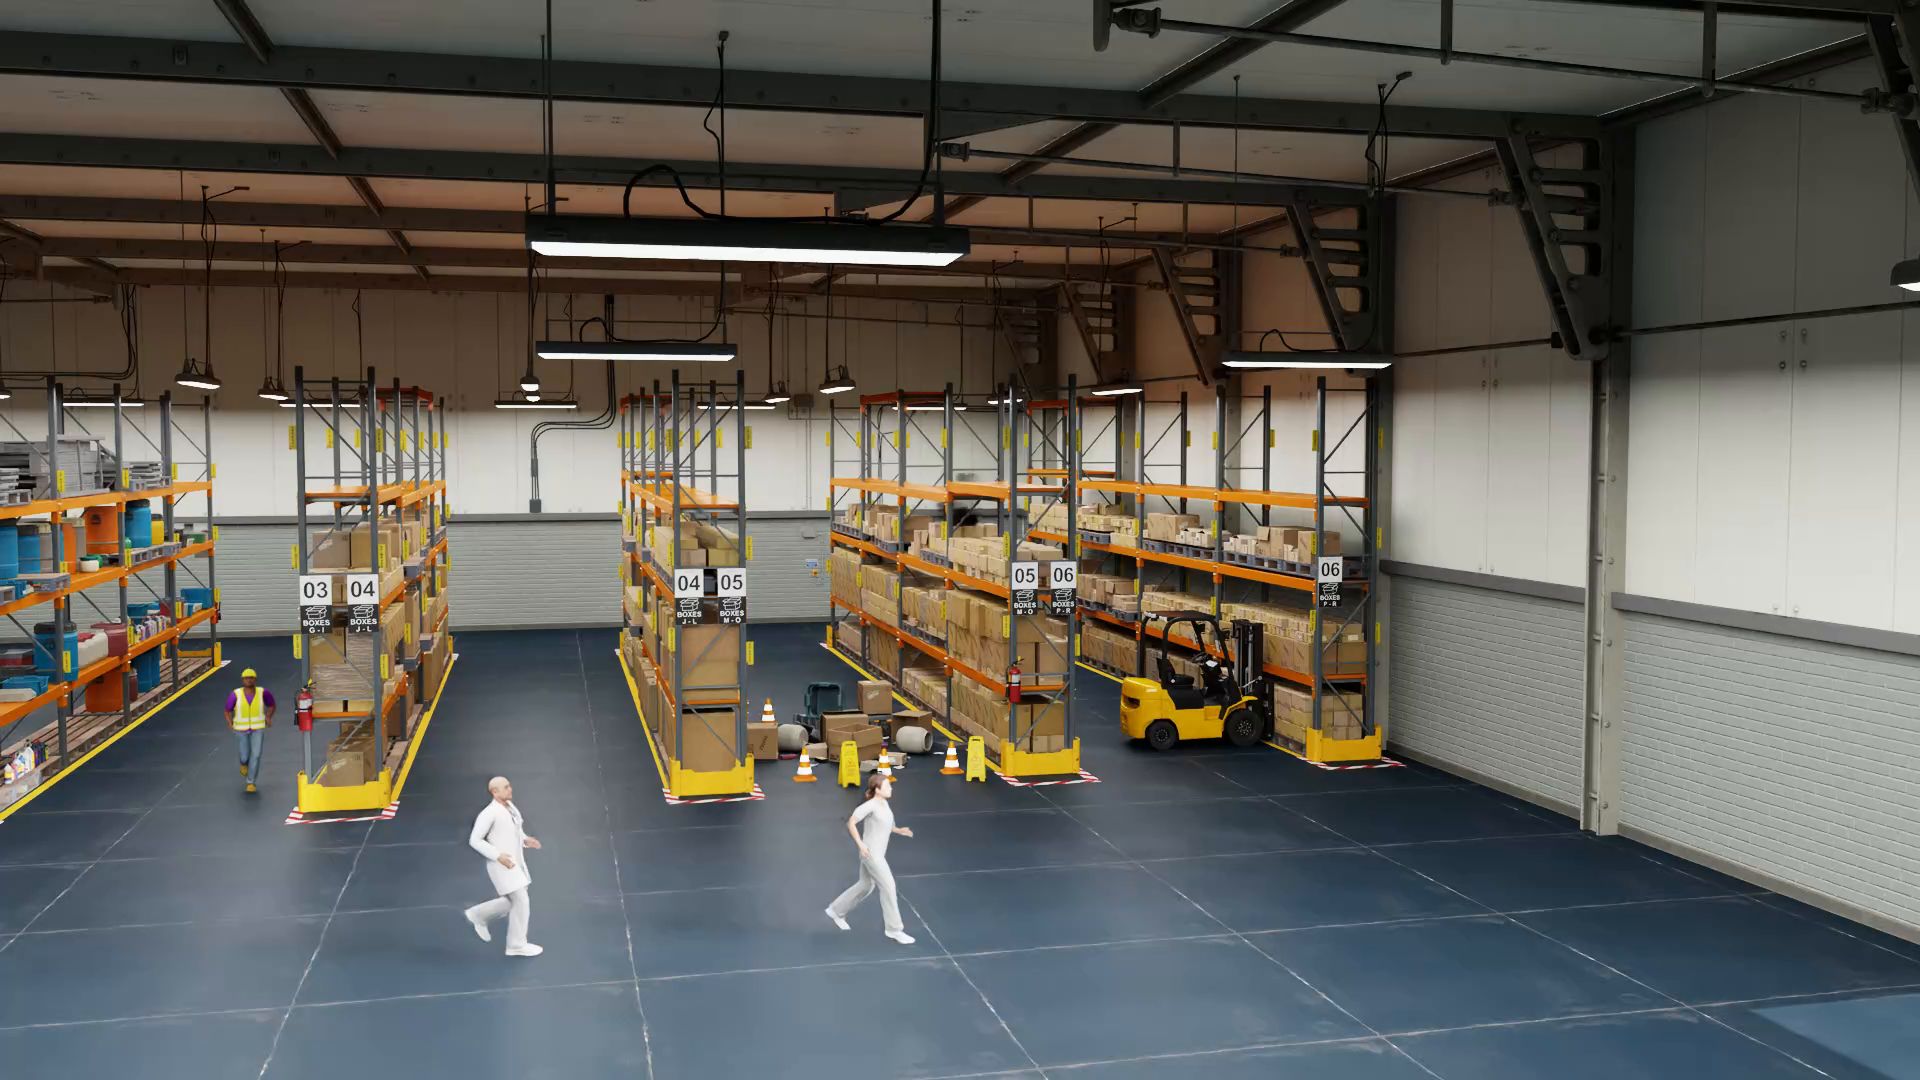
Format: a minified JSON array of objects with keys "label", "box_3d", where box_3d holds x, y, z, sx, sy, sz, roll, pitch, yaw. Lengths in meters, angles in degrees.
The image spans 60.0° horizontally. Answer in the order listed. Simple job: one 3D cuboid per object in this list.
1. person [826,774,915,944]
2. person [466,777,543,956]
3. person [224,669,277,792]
[{"label":"person","box_3d":[-0.908,3.172,16.684,0.954,1.682,0.523,1,3,13]},{"label":"person","box_3d":[-4.462,3.167,16.168,0.832,1.736,0.716,1,3,10]},{"label":"person","box_3d":[-10.178,2.715,23.870,0.700,1.739,0.801,-2,4,-24]}]
